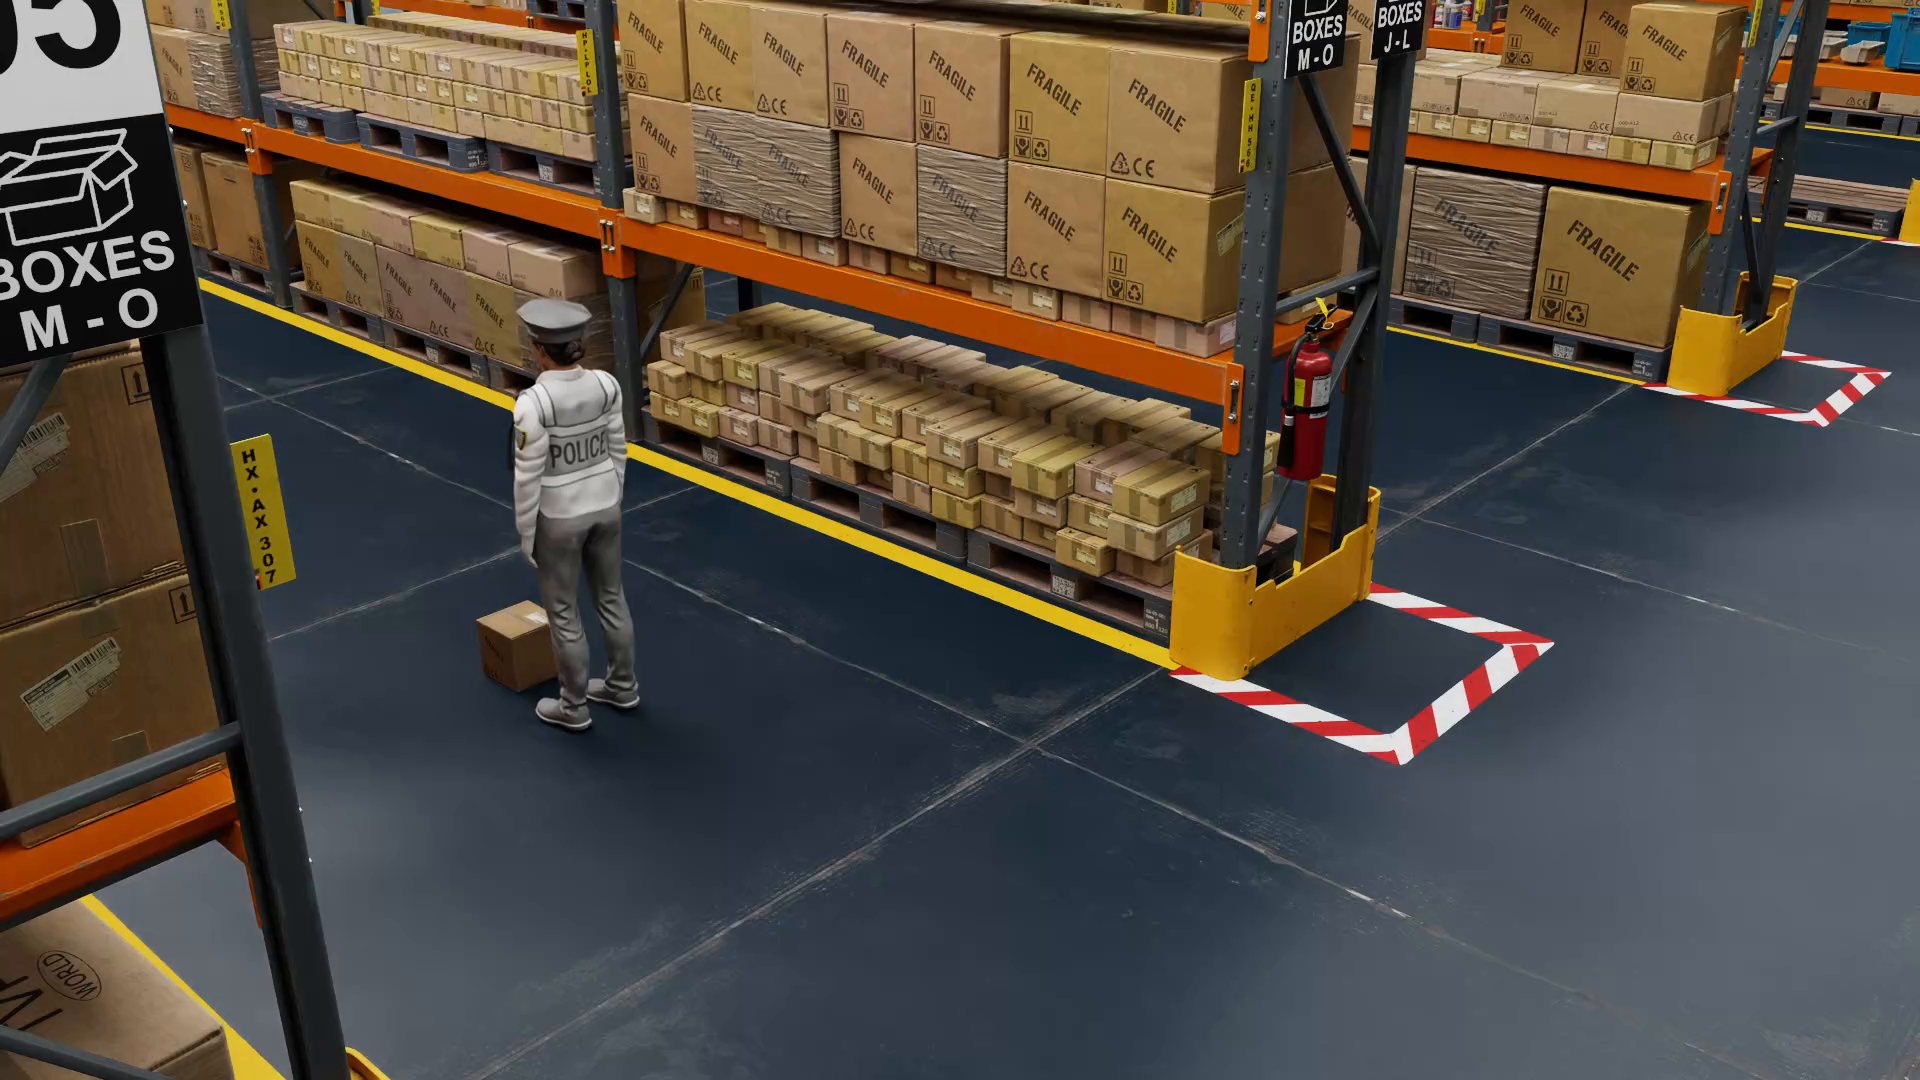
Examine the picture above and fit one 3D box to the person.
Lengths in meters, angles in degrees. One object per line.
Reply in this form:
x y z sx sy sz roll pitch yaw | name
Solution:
-1.465 -0.081 6.266 0.329 1.672 0.474 21 32 39 | person
